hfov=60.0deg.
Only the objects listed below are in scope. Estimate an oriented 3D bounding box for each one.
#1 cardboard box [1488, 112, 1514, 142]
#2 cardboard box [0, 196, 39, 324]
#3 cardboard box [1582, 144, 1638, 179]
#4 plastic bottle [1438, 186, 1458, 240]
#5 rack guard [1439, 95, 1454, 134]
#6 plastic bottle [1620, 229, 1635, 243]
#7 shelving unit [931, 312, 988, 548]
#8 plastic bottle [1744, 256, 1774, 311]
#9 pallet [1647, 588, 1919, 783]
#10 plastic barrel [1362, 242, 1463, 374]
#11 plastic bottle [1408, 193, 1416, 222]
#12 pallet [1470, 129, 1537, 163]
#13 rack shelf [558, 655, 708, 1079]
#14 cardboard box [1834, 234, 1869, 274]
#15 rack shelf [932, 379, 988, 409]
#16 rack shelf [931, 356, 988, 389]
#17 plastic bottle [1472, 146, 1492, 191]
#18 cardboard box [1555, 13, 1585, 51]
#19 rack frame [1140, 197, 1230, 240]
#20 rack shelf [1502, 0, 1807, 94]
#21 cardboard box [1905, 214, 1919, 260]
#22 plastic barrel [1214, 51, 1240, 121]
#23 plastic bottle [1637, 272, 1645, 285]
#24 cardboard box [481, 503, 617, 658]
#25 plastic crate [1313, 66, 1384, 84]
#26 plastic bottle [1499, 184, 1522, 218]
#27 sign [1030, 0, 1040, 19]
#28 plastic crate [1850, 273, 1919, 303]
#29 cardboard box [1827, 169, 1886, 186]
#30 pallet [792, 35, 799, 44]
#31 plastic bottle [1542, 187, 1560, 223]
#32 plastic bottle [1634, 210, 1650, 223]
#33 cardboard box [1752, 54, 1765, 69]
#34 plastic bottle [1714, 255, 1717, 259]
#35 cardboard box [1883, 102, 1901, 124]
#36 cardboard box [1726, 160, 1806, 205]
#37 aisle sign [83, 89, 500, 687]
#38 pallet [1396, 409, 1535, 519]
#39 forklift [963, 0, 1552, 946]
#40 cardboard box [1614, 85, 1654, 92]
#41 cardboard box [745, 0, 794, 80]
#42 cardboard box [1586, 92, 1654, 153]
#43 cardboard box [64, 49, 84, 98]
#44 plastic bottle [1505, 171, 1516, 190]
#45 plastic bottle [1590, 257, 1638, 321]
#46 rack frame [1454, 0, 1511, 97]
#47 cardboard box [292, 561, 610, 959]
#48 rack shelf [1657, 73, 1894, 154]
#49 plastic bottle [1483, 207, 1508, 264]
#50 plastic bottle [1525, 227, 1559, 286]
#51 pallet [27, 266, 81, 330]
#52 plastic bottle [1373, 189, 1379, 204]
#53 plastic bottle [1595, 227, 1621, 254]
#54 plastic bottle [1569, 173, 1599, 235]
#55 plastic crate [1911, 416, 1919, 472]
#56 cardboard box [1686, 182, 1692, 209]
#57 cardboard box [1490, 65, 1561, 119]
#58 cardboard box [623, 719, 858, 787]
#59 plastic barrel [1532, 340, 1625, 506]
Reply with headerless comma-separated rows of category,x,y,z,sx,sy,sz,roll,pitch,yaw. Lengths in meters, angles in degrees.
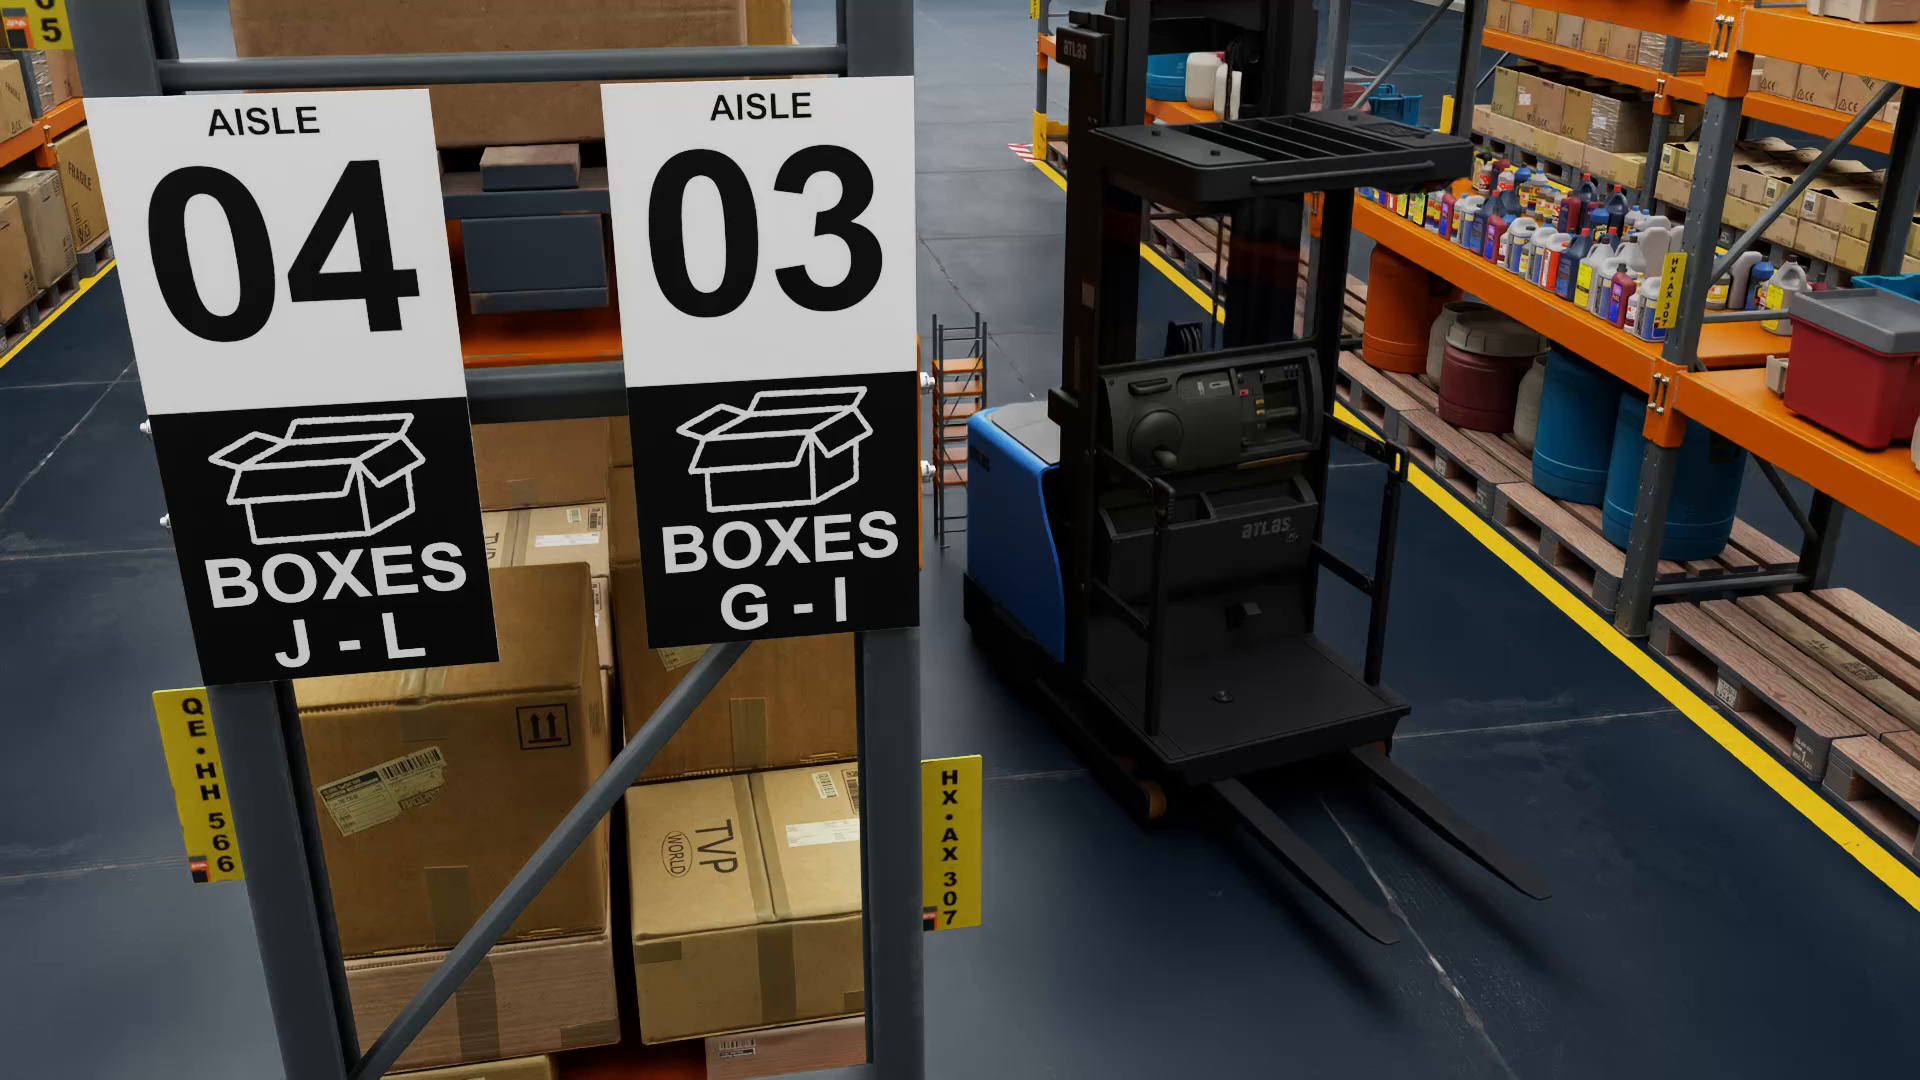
cardboard box,6.193,-4.568,18.372,0.500,0.250,0.500,-4,24,-10
cardboard box,-7.295,-1.971,11.802,1.050,0.750,0.750,-4,24,-10
cardboard box,6.573,-3.782,16.573,0.500,0.250,0.500,-4,24,-10
plastic bottle,2.758,-1.842,9.366,0.061,0.283,0.133,-4,24,-10
rack guard,6.212,-4.923,19.398,1.175,0.500,0.348,-4,24,-10
plastic bottle,3.522,-1.532,8.759,0.097,0.201,0.097,0,24,0
shelving unit,-0.003,-0.556,8.523,0.258,1.200,0.189,-4,24,-10
plastic bottle,3.836,-1.226,7.970,0.097,0.271,0.097,0,24,0
pallet,3.741,0.590,7.136,1.003,0.211,1.213,-4,24,-10
plastic barrel,2.934,-1.554,10.748,0.600,0.830,0.708,-4,24,-10
plastic bottle,2.694,-1.980,9.785,0.097,0.201,0.097,0,24,0
pallet,6.399,-4.484,18.753,1.003,0.211,1.213,-4,24,-10
rack shelf,-0.931,0.509,4.737,1.077,0.370,4.000,-4,24,-10
cardboard box,7.260,-2.237,13.034,0.500,0.250,0.500,-5,24,-10
rack shelf,-0.003,-0.735,8.445,0.258,0.103,0.180,-4,24,-10
rack shelf,-0.003,-0.845,8.397,0.258,0.103,0.180,-4,24,-10
plastic bottle,3.321,-2.367,10.567,0.061,0.283,0.133,-4,24,-10
cardboard box,6.579,-5.312,17.040,0.700,0.500,0.500,-4,24,-8
rack frame,2.087,-4.121,14.438,1.000,3.000,0.127,-4,24,-10
rack shelf,3.197,-2.806,8.578,1.077,0.370,4.000,-4,24,-10
cardboard box,7.357,-2.290,12.456,0.500,0.311,0.500,-4,24,-8
plastic barrel,2.184,-3.502,12.851,0.433,0.535,0.433,0,24,0
plastic bottle,3.228,-1.175,7.940,0.097,0.201,0.097,0,24,0
cardboard box,-1.200,0.123,4.537,0.500,0.250,0.500,-4,24,-10
plastic crate,2.829,-3.235,12.330,0.402,0.464,0.583,-4,24,-10
plastic bottle,2.996,-1.787,9.154,0.144,0.351,0.185,-4,24,-10
sign,0.806,-5.782,17.896,0.100,0.325,0.005,-4,24,-10
plastic crate,3.988,-0.836,6.862,0.392,0.384,0.575,-4,24,-10
cardboard box,7.594,-2.939,13.941,0.500,0.311,0.500,-5,24,-10
pallet,-0.938,-1.140,3.976,1.003,0.211,1.213,-4,24,-10
plastic bottle,3.475,-1.962,9.742,0.097,0.201,0.097,0,24,0
plastic bottle,3.647,-1.629,8.892,0.097,0.271,0.097,0,24,0
cardboard box,7.090,-4.227,14.868,0.500,0.250,0.500,-3,24,-6
plastic bottle,3.757,-1.362,8.368,0.097,0.201,0.097,0,24,0
cardboard box,7.404,-3.295,12.861,0.380,0.149,0.250,-3,24,-6
cardboard box,6.972,-3.094,14.296,0.500,0.311,0.500,-5,24,-11
aisle sign,-0.843,-0.175,2.155,0.394,0.787,0.004,-4,24,-10
pallet,3.236,-0.484,9.594,1.003,0.211,1.213,-4,24,-10
forklift,1.061,-0.468,6.159,1.130,2.935,3.031,-10,25,-21
cardboard box,6.993,-4.361,16.961,0.500,0.500,0.500,-4,24,-10
cardboard box,-0.696,-1.124,3.053,0.700,0.500,0.500,-5,24,-12
cardboard box,6.574,-4.126,16.423,0.500,0.500,0.500,-4,24,-10
cardboard box,-7.861,-4.076,14.147,0.875,0.550,0.550,-4,24,-10
plastic bottle,3.385,-2.153,10.181,0.097,0.201,0.097,0,24,0
plastic bottle,3.109,-1.192,7.887,0.152,0.276,0.135,-4,24,-10
rack frame,6.216,-6.059,18.876,1.000,3.000,0.127,-4,24,-10
cardboard box,-0.910,0.382,3.006,0.500,0.500,0.500,-4,24,-9
rack shelf,7.326,-3.370,13.617,1.077,0.370,4.000,-4,24,-10
plastic bottle,2.860,-1.626,8.870,0.061,0.283,0.133,-4,24,-10
plastic bottle,2.990,-1.444,8.462,0.152,0.276,0.135,-4,24,-10
pallet,-7.457,-1.851,12.725,1.003,0.211,1.213,-4,24,-10
plastic bottle,2.602,-2.177,10.234,0.097,0.201,0.097,0,24,0
plastic bottle,3.183,-1.372,8.206,0.144,0.351,0.185,-4,24,-10
plastic bottle,3.521,-1.882,9.374,0.144,0.351,0.185,-4,24,-10
plastic crate,3.668,-0.333,5.838,0.437,0.282,0.530,-4,24,-10
cardboard box,6.880,-3.040,14.874,0.500,0.250,0.500,-4,24,-8
cardboard box,6.191,-4.912,18.222,0.500,0.500,0.500,-4,24,-10
cardboard box,-0.487,0.485,3.707,0.500,0.250,0.500,-5,24,-10
plastic barrel,3.352,-0.699,8.700,0.600,0.901,0.708,-4,24,-10
